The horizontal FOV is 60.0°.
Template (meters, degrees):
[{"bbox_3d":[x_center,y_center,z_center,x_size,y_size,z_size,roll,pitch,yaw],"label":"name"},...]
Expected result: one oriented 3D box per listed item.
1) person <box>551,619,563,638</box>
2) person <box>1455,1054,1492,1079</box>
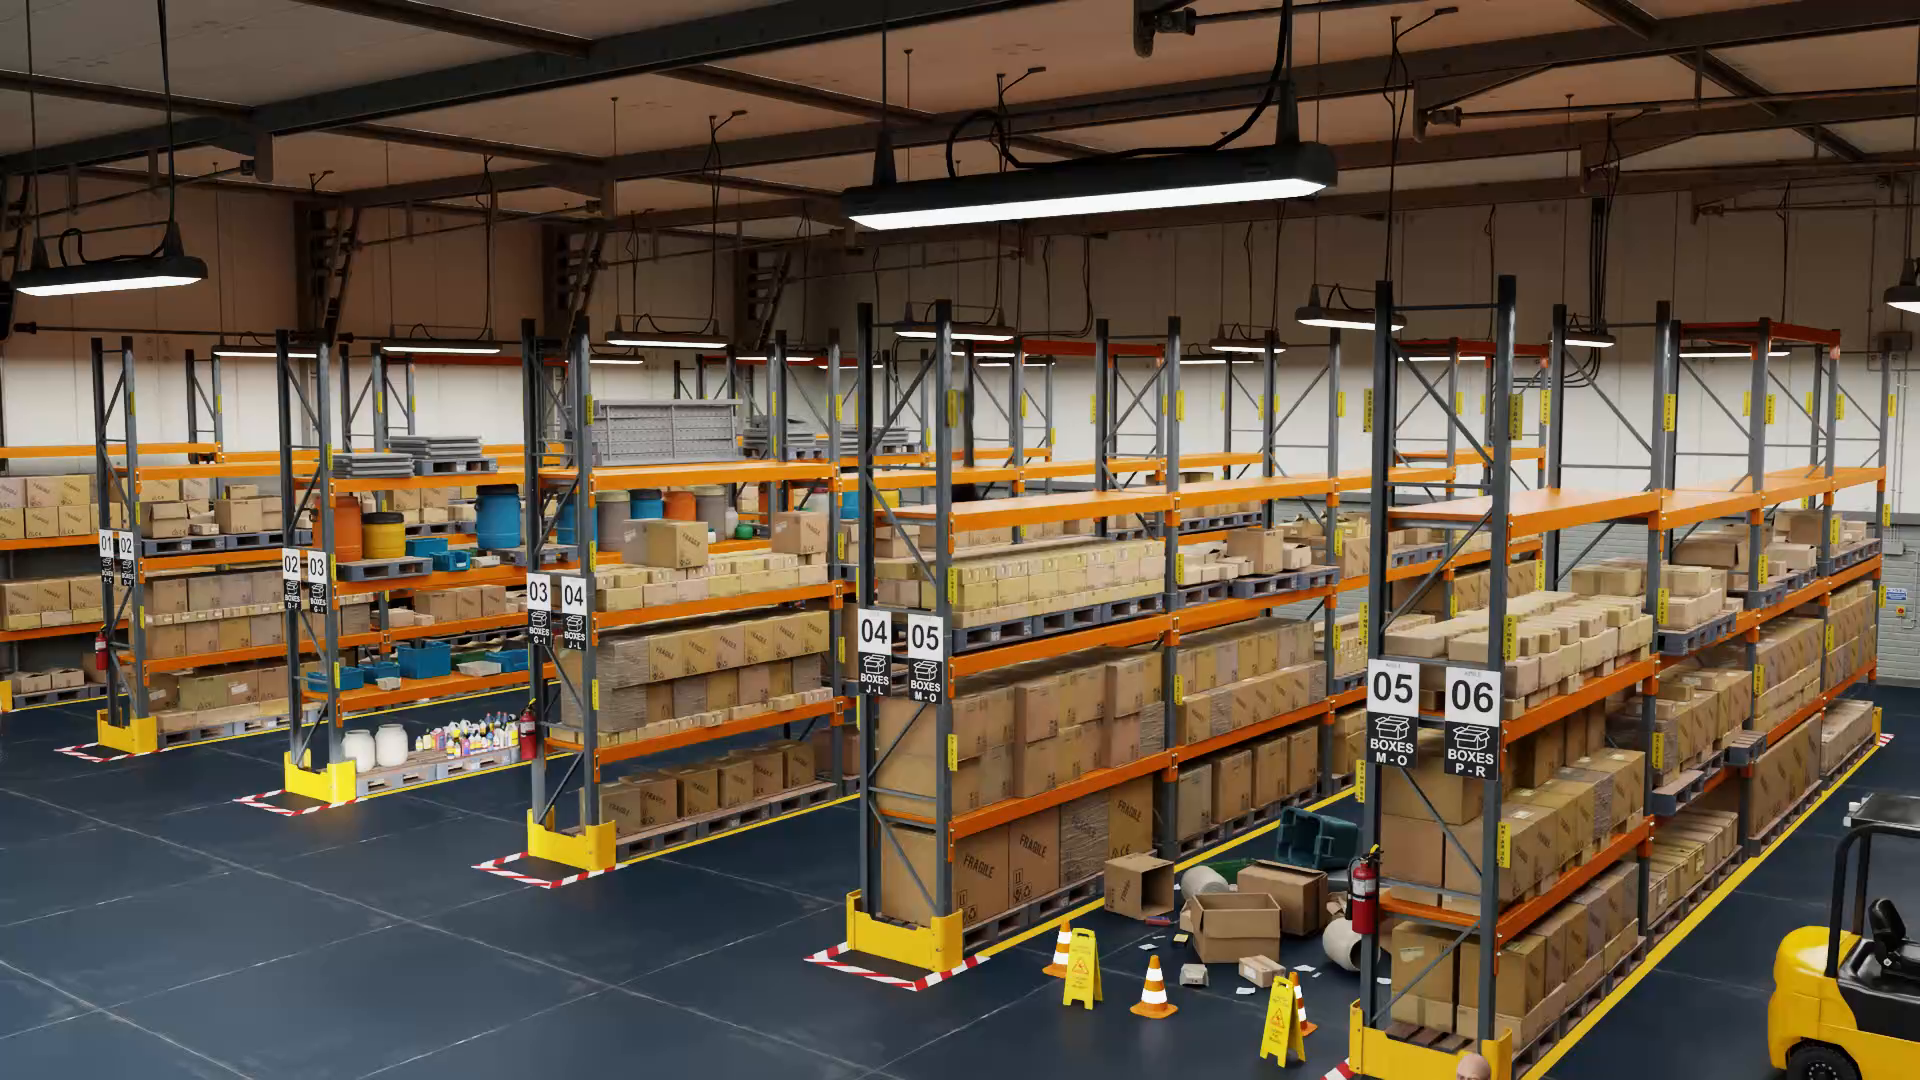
[{"bbox_3d":[-7.881,1.505,32.710,0.546,1.734,0.833,3,6,29],"label":"person"},{"bbox_3d":[2.658,3.569,8.823,0.890,1.762,0.710,3,6,31],"label":"person"}]
